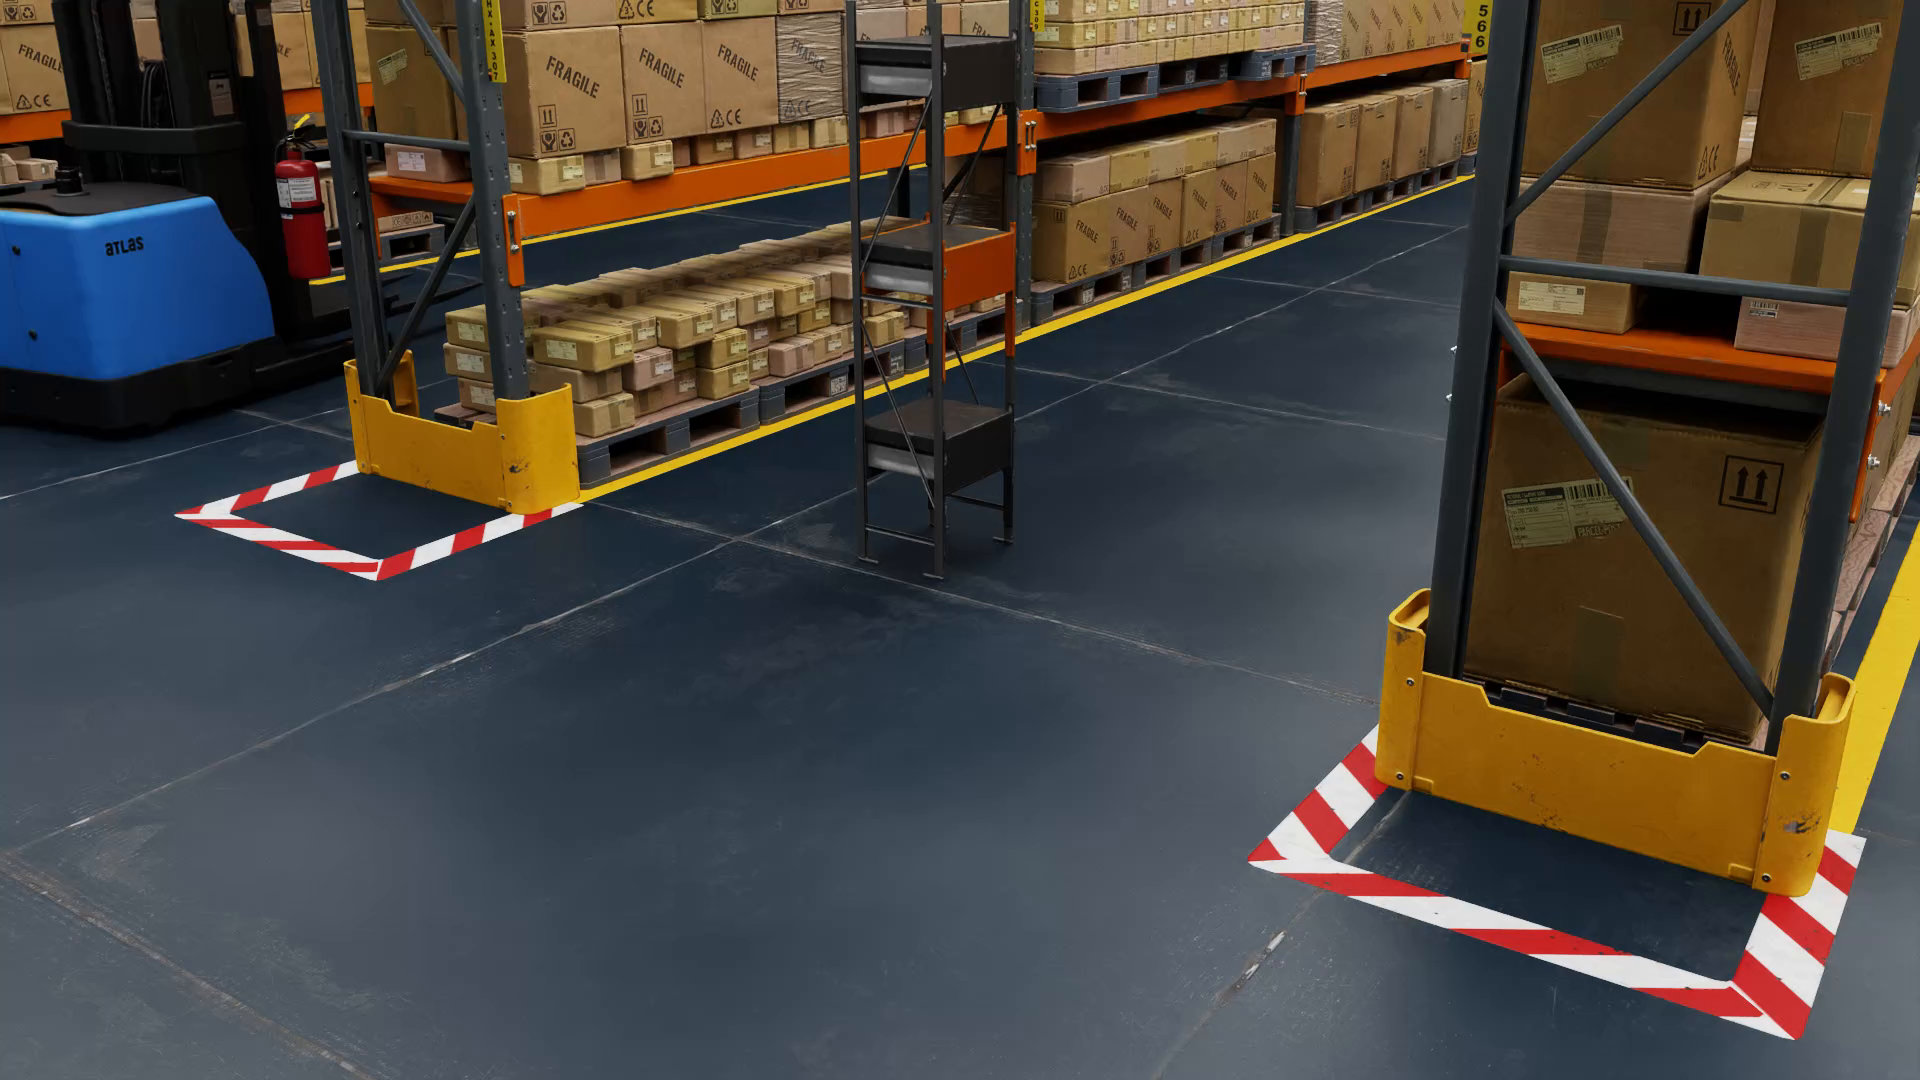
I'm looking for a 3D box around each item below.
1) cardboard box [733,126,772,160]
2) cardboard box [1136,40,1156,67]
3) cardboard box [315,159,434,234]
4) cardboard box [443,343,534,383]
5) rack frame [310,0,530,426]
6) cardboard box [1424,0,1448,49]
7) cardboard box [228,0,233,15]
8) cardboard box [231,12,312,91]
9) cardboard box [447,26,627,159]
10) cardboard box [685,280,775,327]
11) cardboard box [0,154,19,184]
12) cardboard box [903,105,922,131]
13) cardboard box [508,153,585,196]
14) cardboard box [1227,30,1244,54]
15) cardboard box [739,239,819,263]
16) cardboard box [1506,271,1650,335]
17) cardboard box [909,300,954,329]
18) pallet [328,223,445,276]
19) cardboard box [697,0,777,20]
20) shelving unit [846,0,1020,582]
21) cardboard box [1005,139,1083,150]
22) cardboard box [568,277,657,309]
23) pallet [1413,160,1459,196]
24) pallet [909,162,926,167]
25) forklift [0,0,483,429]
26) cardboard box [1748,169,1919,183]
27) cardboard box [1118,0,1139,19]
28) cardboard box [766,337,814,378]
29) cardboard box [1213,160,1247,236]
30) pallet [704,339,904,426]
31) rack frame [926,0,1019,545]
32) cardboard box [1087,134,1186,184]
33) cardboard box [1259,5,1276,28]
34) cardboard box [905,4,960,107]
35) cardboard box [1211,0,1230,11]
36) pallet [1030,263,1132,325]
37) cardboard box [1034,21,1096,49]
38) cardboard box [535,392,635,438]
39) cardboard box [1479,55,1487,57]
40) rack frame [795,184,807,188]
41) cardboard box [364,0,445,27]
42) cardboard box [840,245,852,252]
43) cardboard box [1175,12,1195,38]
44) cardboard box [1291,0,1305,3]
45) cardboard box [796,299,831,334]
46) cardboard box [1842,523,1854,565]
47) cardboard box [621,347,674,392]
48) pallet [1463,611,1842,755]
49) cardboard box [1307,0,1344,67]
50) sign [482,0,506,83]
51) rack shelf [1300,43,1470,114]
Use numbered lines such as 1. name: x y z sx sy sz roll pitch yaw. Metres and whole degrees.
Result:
1. cardboard box: -1.135 -1.943 8.055 0.380 0.149 0.250 13 24 31
2. cardboard box: 1.028 -3.118 10.627 0.380 0.149 0.250 14 24 32
3. cardboard box: -4.603 -2.564 12.462 0.875 0.438 0.875 13 24 31
4. cardboard box: -2.199 -0.851 7.816 0.380 0.149 0.250 13 24 30
5. rack frame: -2.259 -1.644 6.886 1.000 3.000 0.127 13 24 32
6. cardboard box: 4.130 -4.787 15.240 0.500 0.500 0.500 13 24 31
7. cardboard box: -5.058 -3.621 10.644 0.500 0.500 0.500 13 24 32
8. cardboard box: -4.766 -3.296 11.209 0.500 0.500 0.500 13 24 31
9. cardboard box: -1.779 -1.906 7.020 0.500 0.500 0.500 15 25 34
10. cardboard box: -1.146 -1.182 8.283 0.380 0.149 0.250 14 25 34
11. cardboard box: -8.540 -3.290 14.672 0.396 0.266 0.258 14 25 34
12. cardboard box: -0.434 -2.326 9.091 0.380 0.149 0.250 13 24 30
13. cardboard box: -1.806 -1.555 7.008 0.380 0.149 0.250 13 24 31
14. cardboard box: 1.762 -3.494 11.645 0.380 0.149 0.250 12 23 29
15. cardboard box: -1.020 -1.586 9.376 0.380 0.149 0.250 14 24 33
16. cardboard box: 1.714 -0.697 4.686 0.380 0.149 0.250 14 24 33
17. cardboard box: -0.260 -1.326 9.530 0.380 0.149 0.250 12 24 30
18. pallet: -4.654 -2.218 12.456 1.003 0.211 1.213 13 24 32
19. cardboard box: -1.198 -2.668 7.639 0.500 0.500 0.500 13 24 31
20. shelving unit: -0.093 -0.937 6.272 0.431 2.100 0.503 13 24 32
21. cardboard box: 0.499 -2.576 11.322 0.500 0.250 0.500 15 25 34
22. cardboard box: -1.744 -1.206 8.349 0.380 0.149 0.250 12 24 30
23. pallet: 4.115 -3.543 16.040 1.003 0.211 1.213 13 24 32
24. pallet: -0.786 -4.141 17.655 1.003 0.211 1.213 13 24 32
25. forklift: -3.910 -2.383 8.981 1.130 2.935 3.031 9 22 22
26. cardboard box: 2.566 -0.953 4.804 0.500 0.250 0.500 13 24 31
27. cardboard box: 0.889 -3.328 10.337 0.380 0.149 0.250 14 24 32
28. cardboard box: -0.976 -0.954 8.524 0.380 0.149 0.250 12 23 29
29. cardboard box: 1.789 -2.576 12.404 0.500 0.500 0.500 14 25 34
30. pallet: -1.044 -0.933 8.983 1.003 0.211 1.213 13 24 32
31. rack frame: 0.044 -1.007 6.462 0.400 2.100 0.015 13 24 32
32. cardboard box: 1.211 -2.627 11.461 0.500 0.250 0.500 14 25 34
33. cardboard box: 2.042 -3.775 11.974 0.380 0.149 0.250 14 24 33
34. cardboard box: -0.342 -2.636 8.994 0.500 0.500 0.500 13 24 30
35. cardboard box: 1.613 -3.697 11.336 0.380 0.149 0.250 15 25 34
36. pallet: 0.426 -1.708 11.078 1.003 0.211 1.213 13 24 32
37. cardboard box: 0.591 -3.034 9.971 0.380 0.149 0.250 14 24 33
38. cardboard box: -1.700 -0.592 7.546 0.380 0.149 0.250 14 24 33
39. cardboard box: 5.401 -4.714 17.642 0.875 0.875 0.875 13 24 32
40. rack frame: -1.913 -4.876 15.623 1.000 3.000 0.127 13 24 32
41. cardboard box: -2.208 -2.479 7.130 0.500 0.500 0.500 13 24 31
42. cardboard box: -0.451 -1.565 9.318 0.380 0.149 0.250 14 25 34
43. cardboard box: 1.324 -3.411 10.992 0.380 0.149 0.250 13 24 31
44. cardboard box: 2.341 -4.068 12.337 0.380 0.149 0.250 12 24 30
45. cardboard box: -0.905 -1.208 8.781 0.380 0.149 0.250 15 25 34
46. cardboard box: 2.591 -0.309 5.733 0.875 0.875 0.875 13 24 32
47. cardboard box: -1.552 -0.811 7.710 0.380 0.149 0.250 13 24 32
48. pallet: 2.171 0.415 5.338 1.003 0.211 1.213 13 24 32
49. cardboard box: 2.713 -4.063 13.280 0.500 0.500 0.500 14 24 32
50. sign: -1.811 -1.944 6.450 0.100 0.325 0.005 13 24 32
51. rack shelf: 3.362 -4.176 14.768 1.077 0.370 4.000 13 24 32
